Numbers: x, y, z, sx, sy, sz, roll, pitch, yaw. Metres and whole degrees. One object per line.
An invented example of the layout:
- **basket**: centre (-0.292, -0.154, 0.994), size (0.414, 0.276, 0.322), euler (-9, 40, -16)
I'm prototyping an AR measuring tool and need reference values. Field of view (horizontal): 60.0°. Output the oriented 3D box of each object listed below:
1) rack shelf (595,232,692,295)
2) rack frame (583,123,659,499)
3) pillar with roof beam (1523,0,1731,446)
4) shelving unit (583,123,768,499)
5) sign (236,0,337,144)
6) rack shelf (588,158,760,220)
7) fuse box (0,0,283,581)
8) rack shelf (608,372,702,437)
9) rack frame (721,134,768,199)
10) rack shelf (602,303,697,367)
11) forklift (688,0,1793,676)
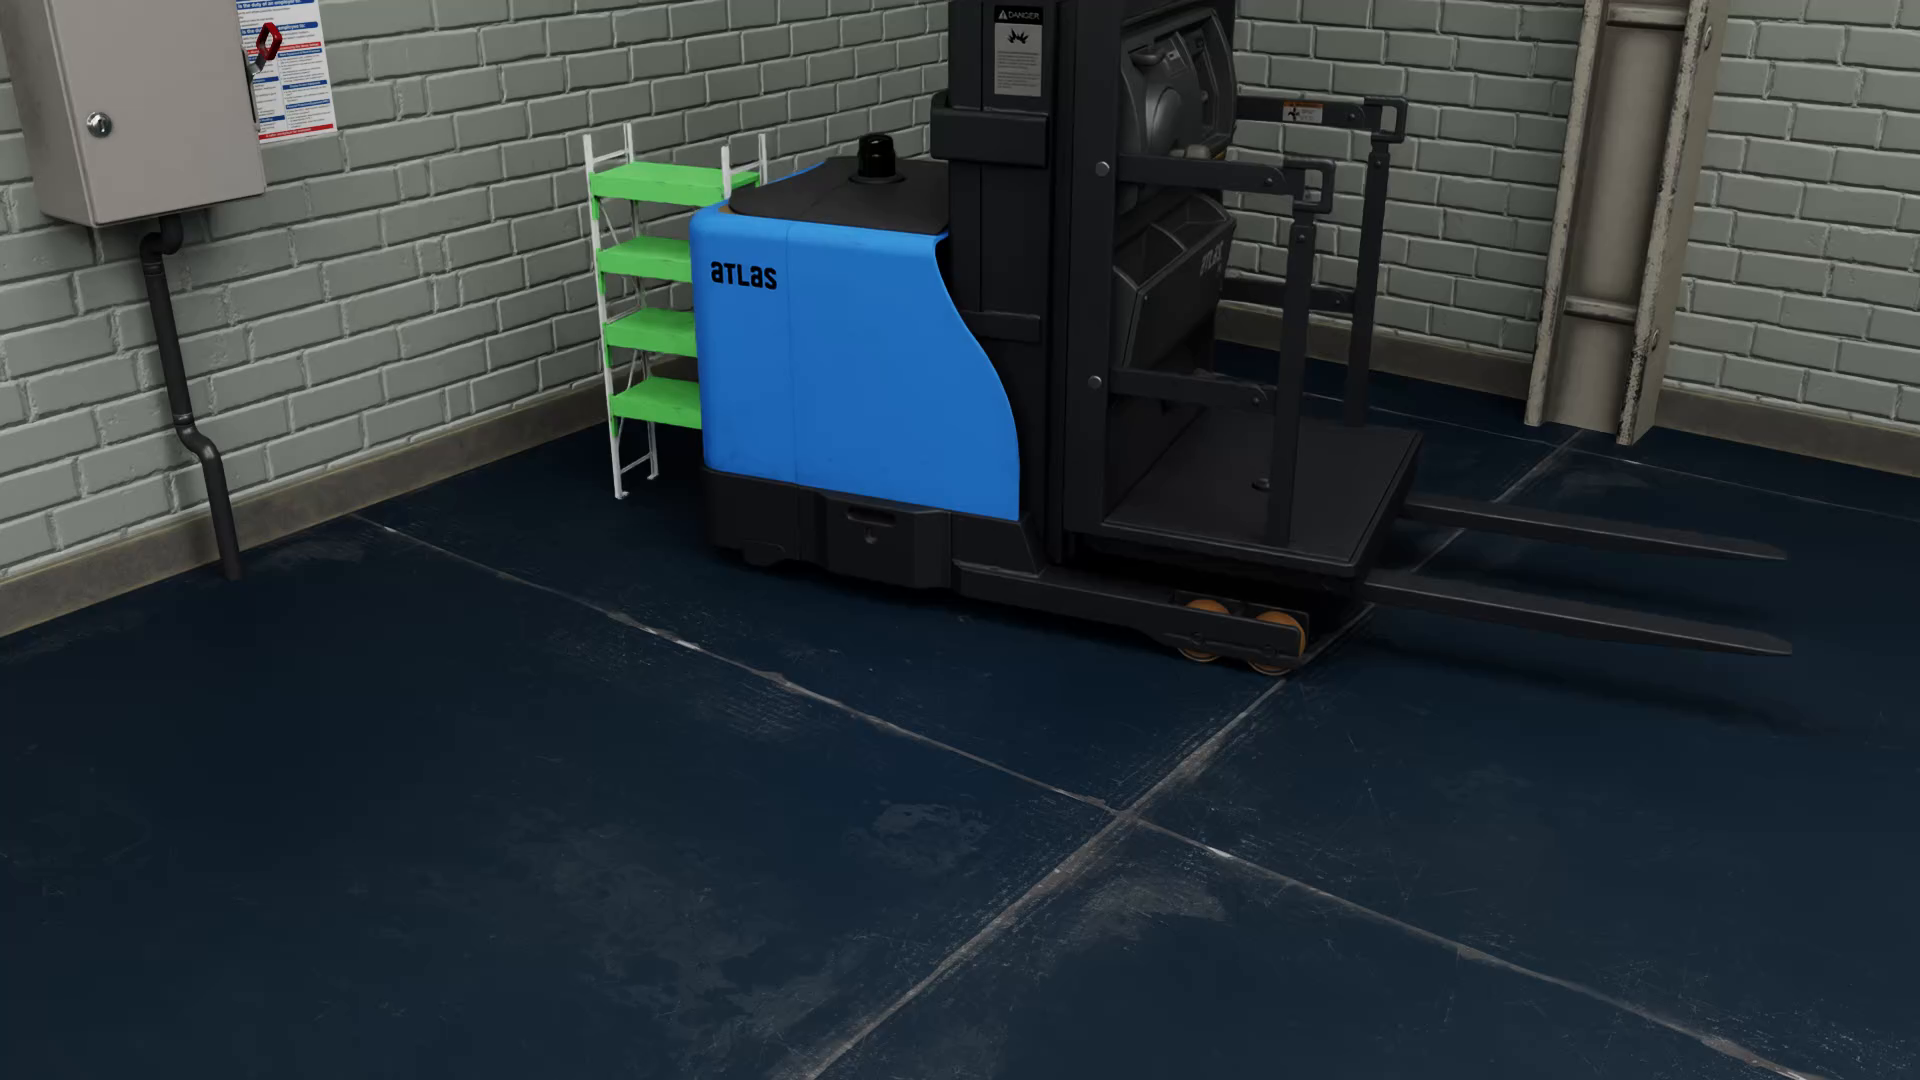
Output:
- **rack shelf**: centre (-0.875, -0.854, 5.263), size (0.480, 0.148, 0.258), euler (10, 26, 21)
- **rack frame**: centre (-1.099, -0.732, 5.423), size (0.015, 1.200, 0.240), euler (10, 26, 21)
- **pillar with roof beam**: centre (-0.219, -3.167, 1.278), size (0.400, 9.000, 9.100), euler (17, 29, 33)
- **shelving unit**: centre (-0.875, -0.693, 5.334), size (0.503, 1.200, 0.258), euler (10, 26, 21)
- **sign**: centre (-2.013, -1.430, 4.893), size (0.001, 0.494, 0.329), euler (17, 29, 33)
- **rack shelf**: centre (-0.875, -1.073, 5.166), size (0.480, 0.148, 0.258), euler (10, 26, 21)
- **fuse box**: centre (-2.144, -0.674, 4.659), size (0.414, 1.711, 0.539), euler (17, 29, 33)
- **rack shelf**: centre (-0.875, -0.415, 5.456), size (0.480, 0.148, 0.258), euler (10, 26, 21)
- **rack frame**: centre (-0.651, -0.654, 5.245), size (0.015, 1.200, 0.240), euler (10, 26, 21)
- **rack shelf**: centre (-0.875, -0.634, 5.360), size (0.480, 0.148, 0.258), euler (10, 26, 21)
- **forklift**: centre (0.777, -1.224, 4.392), size (3.031, 2.935, 1.130), euler (10, 26, 21)
